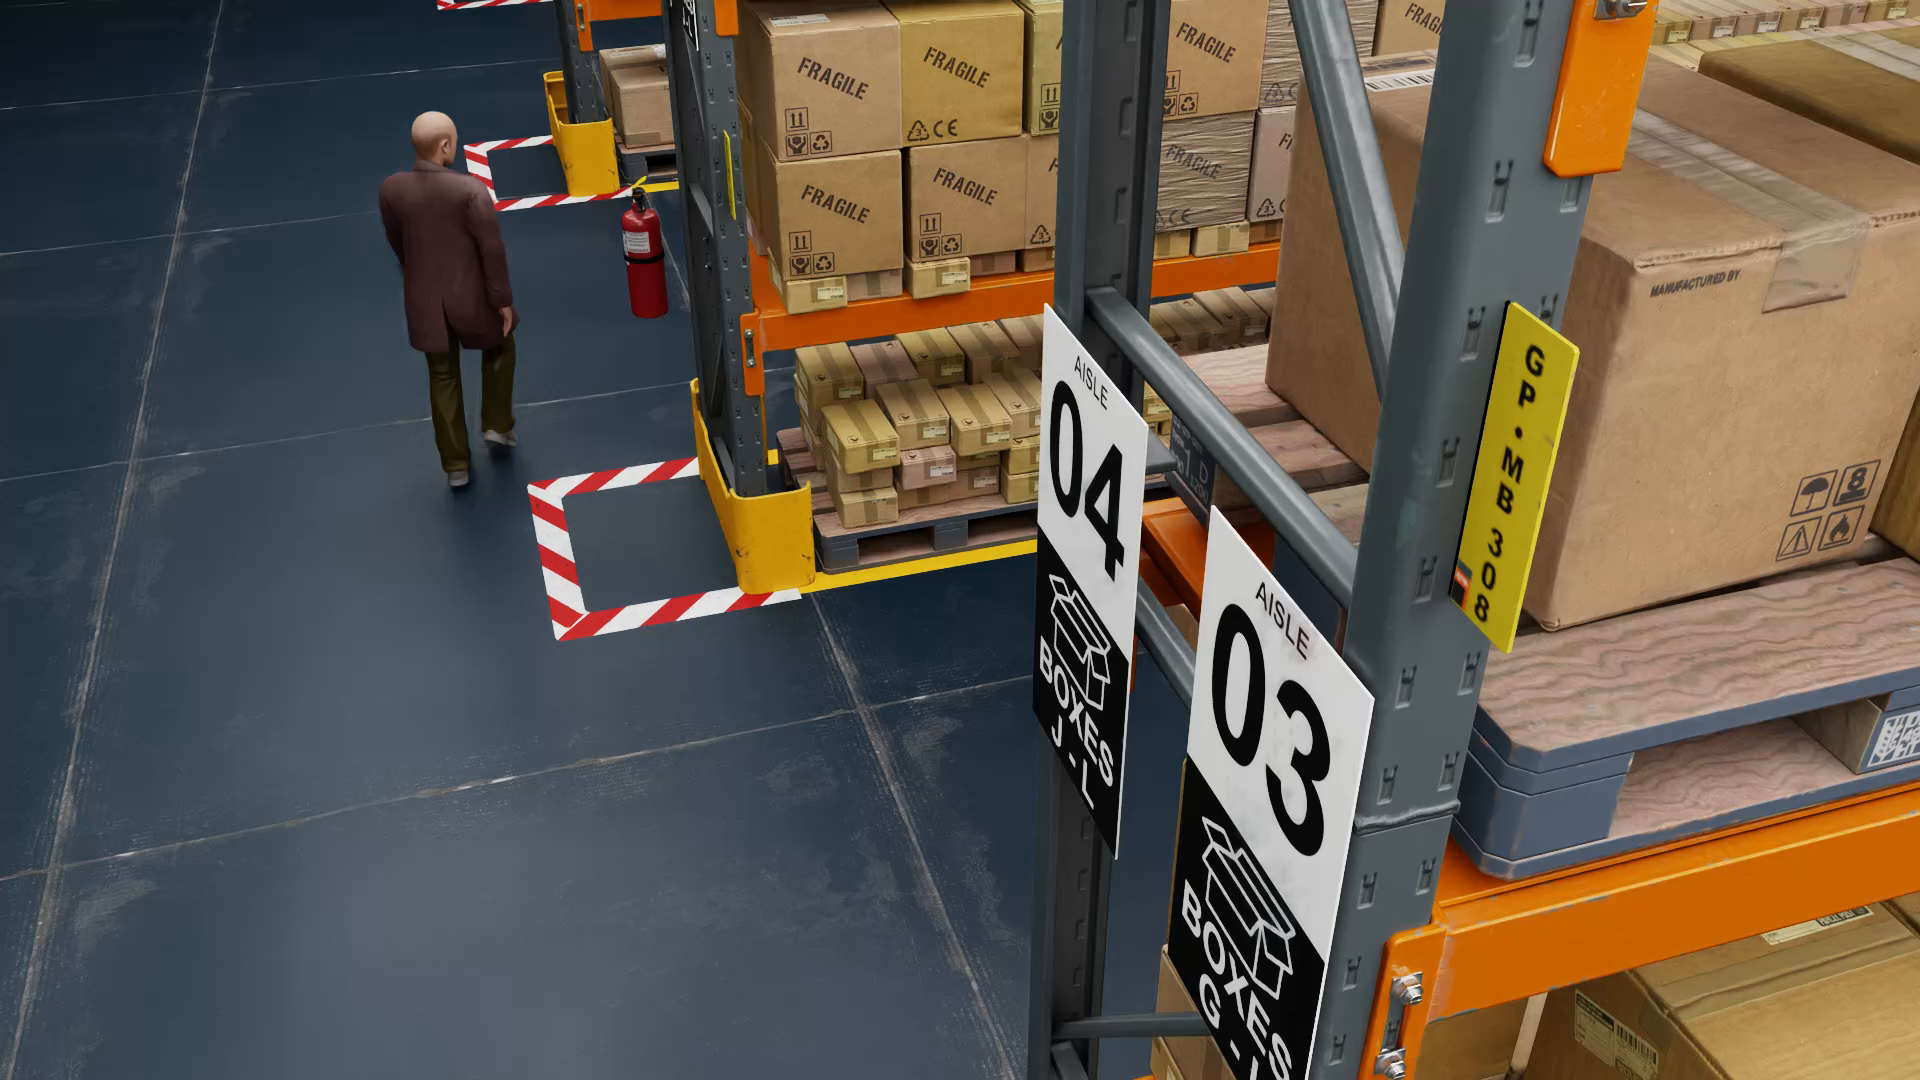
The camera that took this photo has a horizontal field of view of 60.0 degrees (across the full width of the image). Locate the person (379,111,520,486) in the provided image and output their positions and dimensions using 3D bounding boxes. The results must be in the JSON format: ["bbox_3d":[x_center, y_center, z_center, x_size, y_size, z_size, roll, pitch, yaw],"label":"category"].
[{"bbox_3d":[-2.378,-1.118,7.882,0.598,1.848,0.663,-1,33,-1],"label":"person"}]
